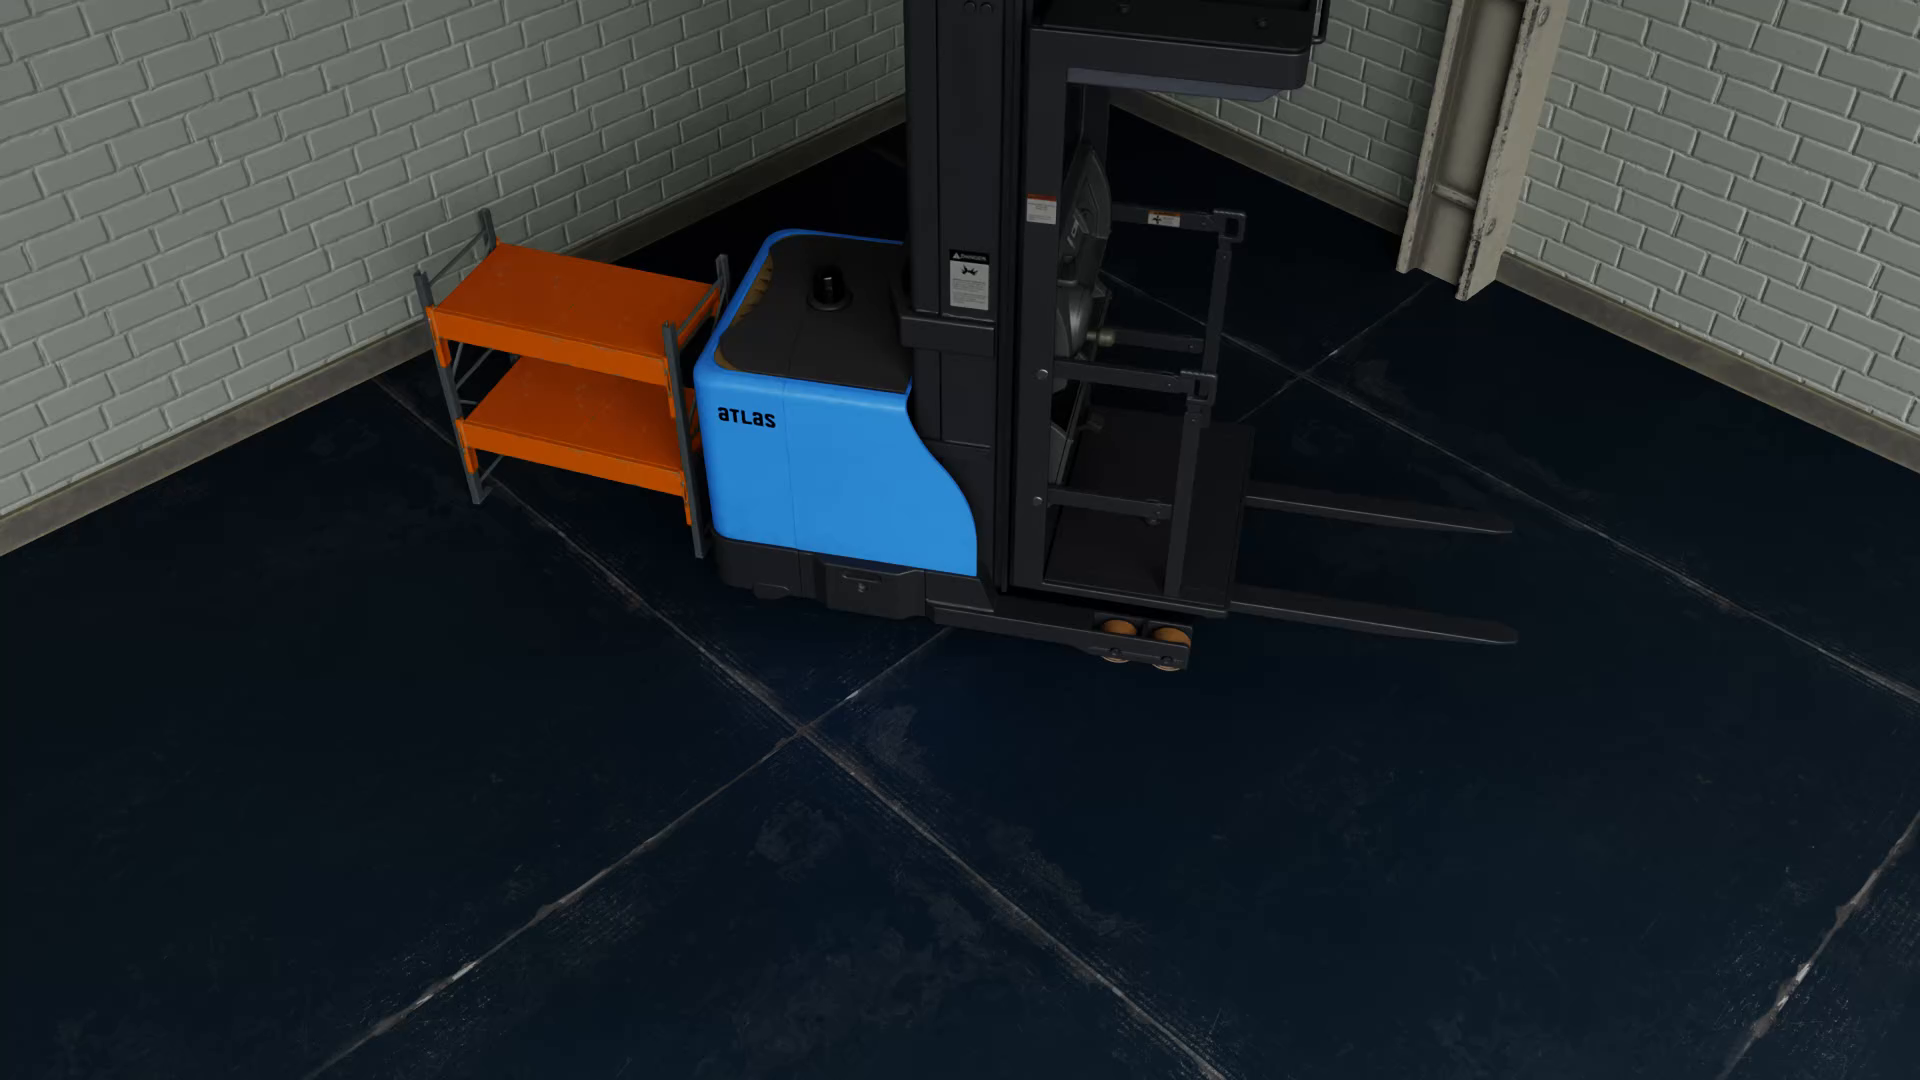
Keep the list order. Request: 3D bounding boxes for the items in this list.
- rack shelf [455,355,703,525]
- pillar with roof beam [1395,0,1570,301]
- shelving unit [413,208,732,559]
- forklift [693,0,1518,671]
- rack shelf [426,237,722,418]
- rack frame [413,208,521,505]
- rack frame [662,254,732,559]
[{"bbox_3d":[-1.449,-0.433,6.750,1.000,0.278,0.538,13,44,14],"label":"rack shelf"},{"bbox_3d":[-0.658,-2.555,2.884,9.100,9.000,0.400,-34,53,-31],"label":"pillar with roof beam"},{"bbox_3d":[-1.449,-0.612,6.584,1.048,1.125,0.538,13,44,14],"label":"shelving unit"},{"bbox_3d":[0.613,-0.984,5.656,3.031,2.935,1.130,9,43,9],"label":"forklift"},{"bbox_3d":[-1.449,-0.827,6.385,1.000,0.278,0.538,13,44,14],"label":"rack shelf"},{"bbox_3d":[-1.930,-0.723,6.703,0.032,1.125,0.500,13,44,14],"label":"rack frame"},{"bbox_3d":[-0.967,-0.502,6.464,0.032,1.125,0.500,13,44,14],"label":"rack frame"}]
